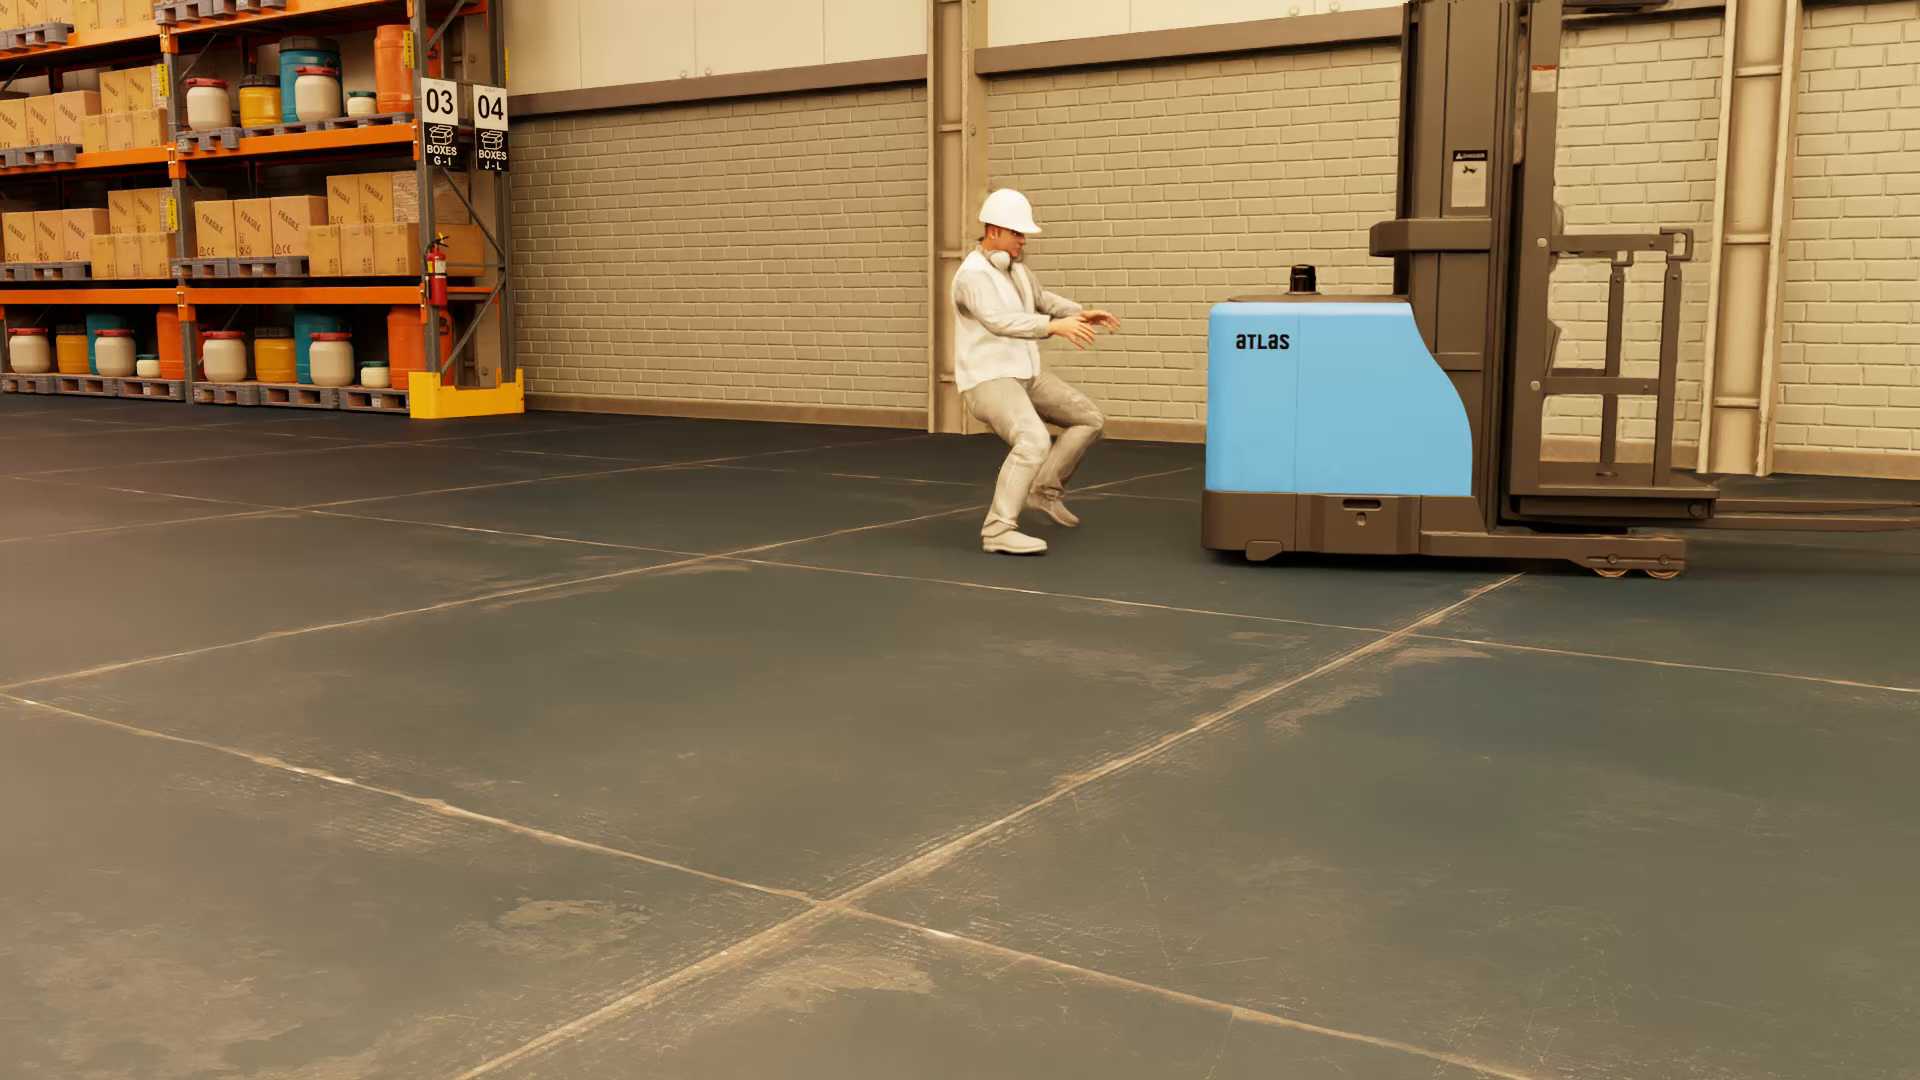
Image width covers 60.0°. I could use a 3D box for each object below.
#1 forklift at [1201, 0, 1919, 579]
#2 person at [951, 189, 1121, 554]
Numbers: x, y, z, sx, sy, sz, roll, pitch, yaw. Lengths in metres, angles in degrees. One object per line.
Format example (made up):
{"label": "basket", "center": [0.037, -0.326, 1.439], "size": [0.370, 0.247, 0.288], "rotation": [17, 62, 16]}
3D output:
{"label": "forklift", "center": [2.568, -1.378, 6.886], "size": [3.031, 2.935, 1.130], "rotation": [1, 8, 10]}
{"label": "person", "center": [0.338, -0.776, 7.486], "size": [0.770, 1.574, 0.942], "rotation": [4, 9, 27]}
